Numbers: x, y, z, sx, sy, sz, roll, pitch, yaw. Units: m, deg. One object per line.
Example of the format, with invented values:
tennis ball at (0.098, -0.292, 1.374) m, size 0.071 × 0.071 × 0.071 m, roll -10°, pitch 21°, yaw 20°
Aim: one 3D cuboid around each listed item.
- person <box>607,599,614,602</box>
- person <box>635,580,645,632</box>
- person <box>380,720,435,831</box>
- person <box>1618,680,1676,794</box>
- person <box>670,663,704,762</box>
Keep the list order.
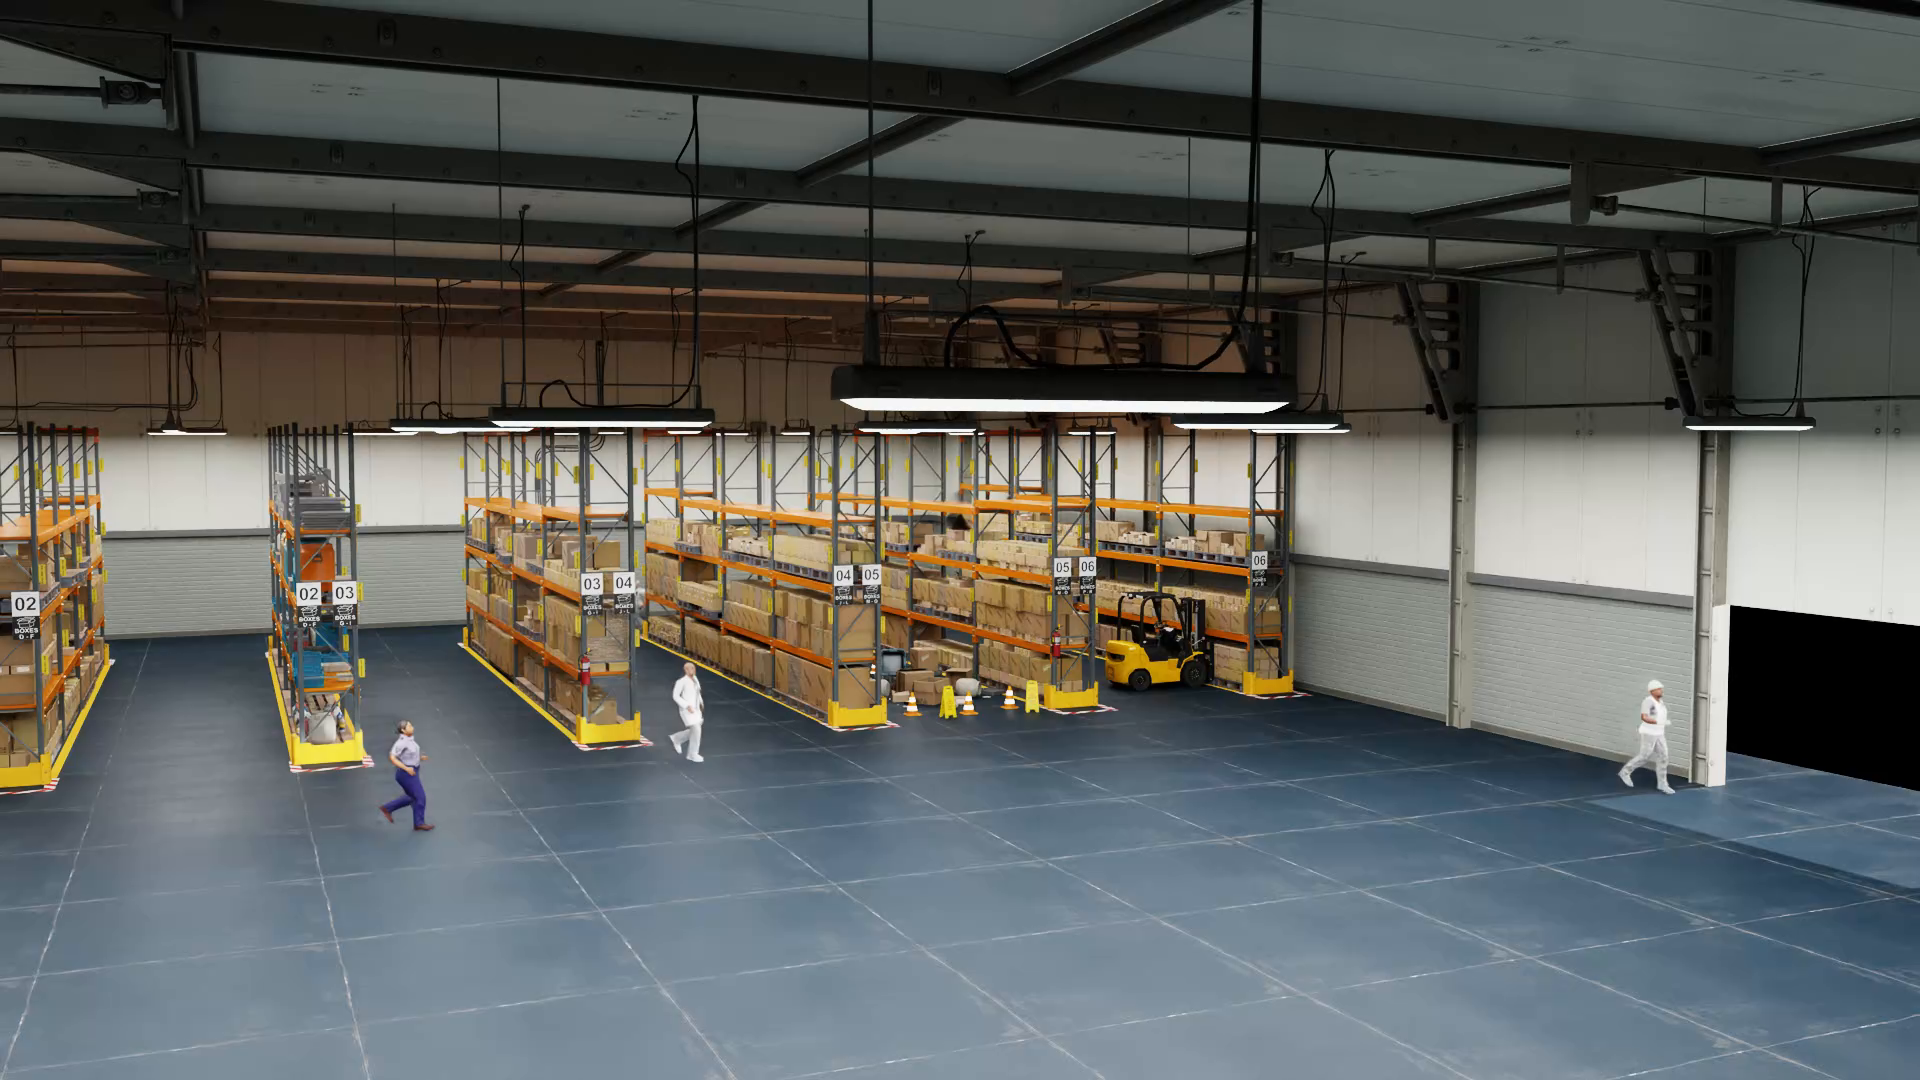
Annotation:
person at (-9.868, 2.029, 46.437) m, size 0.707 × 1.767 × 0.633 m, roll -1°, pitch 4°, yaw -10°
person at (-9.483, 1.960, 48.913) m, size 0.656 × 1.596 × 0.765 m, roll -2°, pitch 4°, yaw -28°
person at (-8.068, 3.431, 24.268) m, size 0.760 × 1.611 × 0.620 m, roll 0°, pitch 4°, yaw -7°
person at (11.216, 3.172, 27.020) m, size 0.698 × 1.800 × 0.902 m, roll -3°, pitch 5°, yaw -44°
person at (-4.875, 3.015, 29.633) m, size 0.674 × 1.674 × 0.737 m, roll 1°, pitch 4°, yaw 20°
